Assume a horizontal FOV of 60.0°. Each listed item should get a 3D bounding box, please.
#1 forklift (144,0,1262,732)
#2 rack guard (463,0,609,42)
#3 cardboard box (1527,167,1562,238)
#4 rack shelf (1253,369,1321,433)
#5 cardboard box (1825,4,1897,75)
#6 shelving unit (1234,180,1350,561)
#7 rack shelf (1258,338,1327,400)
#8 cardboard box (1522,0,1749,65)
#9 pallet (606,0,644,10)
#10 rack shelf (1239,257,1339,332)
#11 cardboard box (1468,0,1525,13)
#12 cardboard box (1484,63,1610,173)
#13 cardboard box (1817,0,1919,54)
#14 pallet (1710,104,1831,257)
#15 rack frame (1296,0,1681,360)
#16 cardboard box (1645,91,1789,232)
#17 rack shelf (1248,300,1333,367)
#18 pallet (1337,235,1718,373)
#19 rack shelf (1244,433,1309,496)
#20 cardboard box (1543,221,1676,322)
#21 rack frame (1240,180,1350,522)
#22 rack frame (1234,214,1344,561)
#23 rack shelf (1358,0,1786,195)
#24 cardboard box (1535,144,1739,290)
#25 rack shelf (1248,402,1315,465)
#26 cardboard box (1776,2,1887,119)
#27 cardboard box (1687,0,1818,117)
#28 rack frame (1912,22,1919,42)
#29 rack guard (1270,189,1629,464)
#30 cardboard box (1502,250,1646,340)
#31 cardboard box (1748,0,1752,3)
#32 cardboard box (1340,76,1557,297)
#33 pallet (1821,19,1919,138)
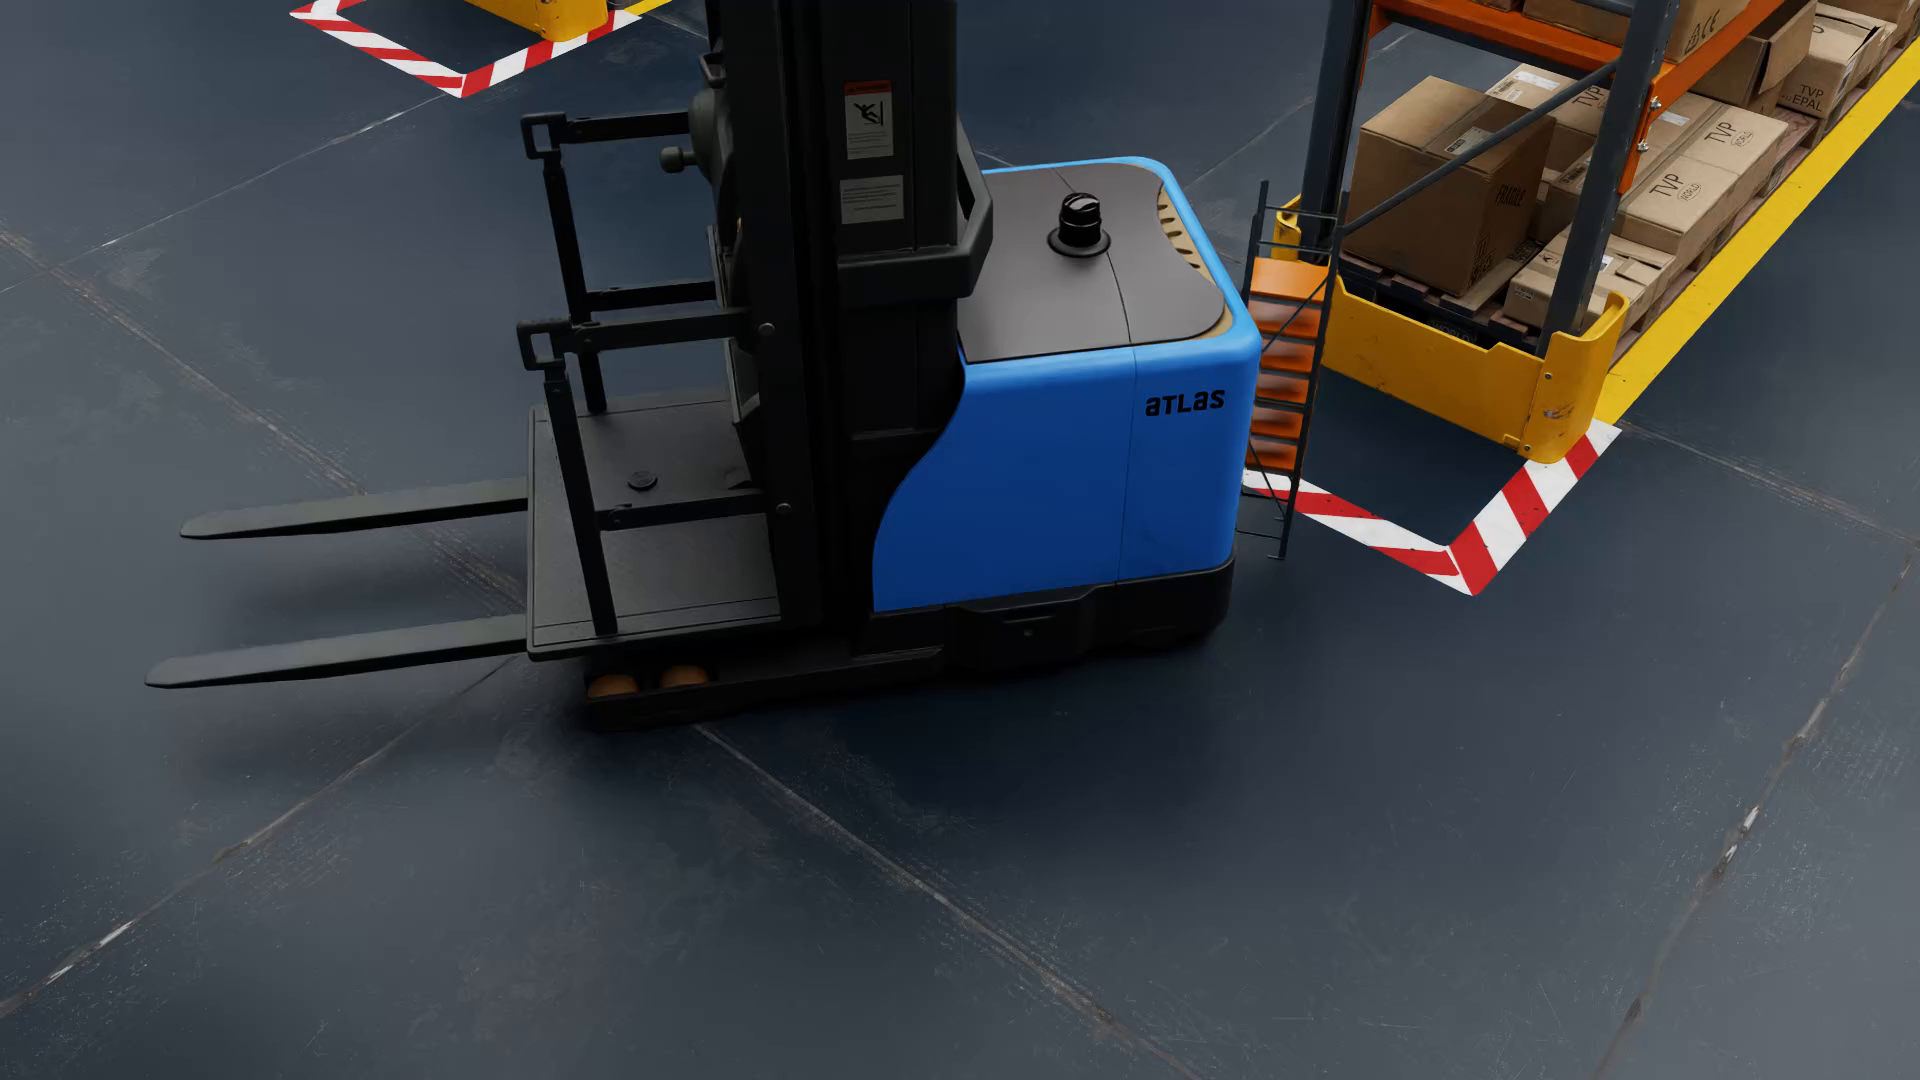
[{"bbox_3d":[-0.776,-0.937,4.101,3.031,2.935,1.130,-7,43,-8],"label":"forklift"},{"bbox_3d":[-2.220,-2.850,8.012,1.175,0.500,0.348,29,50,28],"label":"rack guard"},{"bbox_3d":[2.066,-1.317,6.247,0.380,0.166,0.250,29,50,28],"label":"cardboard box"},{"bbox_3d":[0.918,-0.428,4.895,0.258,0.103,0.180,10,43,11],"label":"rack shelf"},{"bbox_3d":[3.804,-2.178,7.208,0.380,0.149,0.250,29,50,28],"label":"cardboard box"},{"bbox_3d":[0.918,-0.461,4.865,0.258,1.200,0.189,10,43,11],"label":"shelving unit"},{"bbox_3d":[0.918,-0.517,4.814,0.258,0.103,0.180,10,43,11],"label":"rack shelf"},{"bbox_3d":[2.062,-1.797,4.923,0.500,0.500,0.500,31,50,29],"label":"cardboard box"},{"bbox_3d":[-1.654,-3.169,8.578,1.003,0.211,1.213,29,50,28],"label":"pallet"},{"bbox_3d":[0.918,-0.694,4.652,0.258,0.103,0.180,10,43,11],"label":"rack shelf"},{"bbox_3d":[1.655,-2.031,5.180,0.500,0.500,0.500,31,51,30],"label":"cardboard box"},{"bbox_3d":[2.370,-1.654,6.556,0.500,0.250,0.500,29,50,28],"label":"cardboard box"},{"bbox_3d":[3.999,-2.527,7.331,0.500,0.500,0.500,29,50,28],"label":"cardboard box"},{"bbox_3d":[2.921,-1.690,6.951,1.003,0.211,1.213,29,50,28],"label":"pallet"},{"bbox_3d":[1.575,-1.646,4.831,1.000,3.000,0.127,29,50,28],"label":"rack frame"},{"bbox_3d":[2.785,-1.463,6.347,0.500,0.250,0.500,29,50,28],"label":"cardboard box"},{"bbox_3d":[0.918,-0.605,4.733,0.258,0.103,0.180,10,43,11],"label":"rack shelf"},{"bbox_3d":[2.136,-1.064,6.264,1.003,0.211,1.213,29,50,28],"label":"pallet"},{"bbox_3d":[0.918,-0.251,5.056,0.258,0.103,0.180,10,43,11],"label":"rack shelf"},{"bbox_3d":[2.268,-0.956,5.851,0.380,0.166,0.250,29,50,28],"label":"cardboard box"},{"bbox_3d":[0.941,-0.521,4.930,0.240,1.200,0.006,10,43,11],"label":"rack frame"},{"bbox_3d":[0.895,-0.401,4.799,0.240,1.200,0.006,10,43,11],"label":"rack frame"},{"bbox_3d":[2.862,-2.410,6.205,1.077,0.370,4.000,29,50,28],"label":"rack shelf"},{"bbox_3d":[2.463,-1.206,6.064,0.500,0.250,0.500,29,50,28],"label":"cardboard box"},{"bbox_3d":[0.918,-0.339,4.976,0.258,0.103,0.180,10,43,11],"label":"rack shelf"},{"bbox_3d":[3.517,-2.071,6.970,0.500,0.311,0.500,29,50,28],"label":"cardboard box"},{"bbox_3d":[2.944,-1.975,6.721,0.797,0.503,0.637,29,50,28],"label":"cardboard box"},{"bbox_3d":[4.149,-3.706,7.096,1.000,3.000,0.127,29,50,28],"label":"rack frame"},{"bbox_3d":[1.624,-0.760,5.714,1.175,0.500,0.348,29,50,28],"label":"rack guard"},{"bbox_3d":[2.107,-0.821,5.715,0.380,0.149,0.250,29,50,28],"label":"cardboard box"},{"bbox_3d":[2.390,-2.065,5.217,0.500,0.500,0.500,29,50,28],"label":"cardboard box"},{"bbox_3d":[1.736,-1.271,5.949,0.500,0.500,0.500,29,50,28],"label":"cardboard box"},{"bbox_3d":[3.706,-2.321,7.645,1.003,0.211,1.213,29,50,28],"label":"pallet"}]
